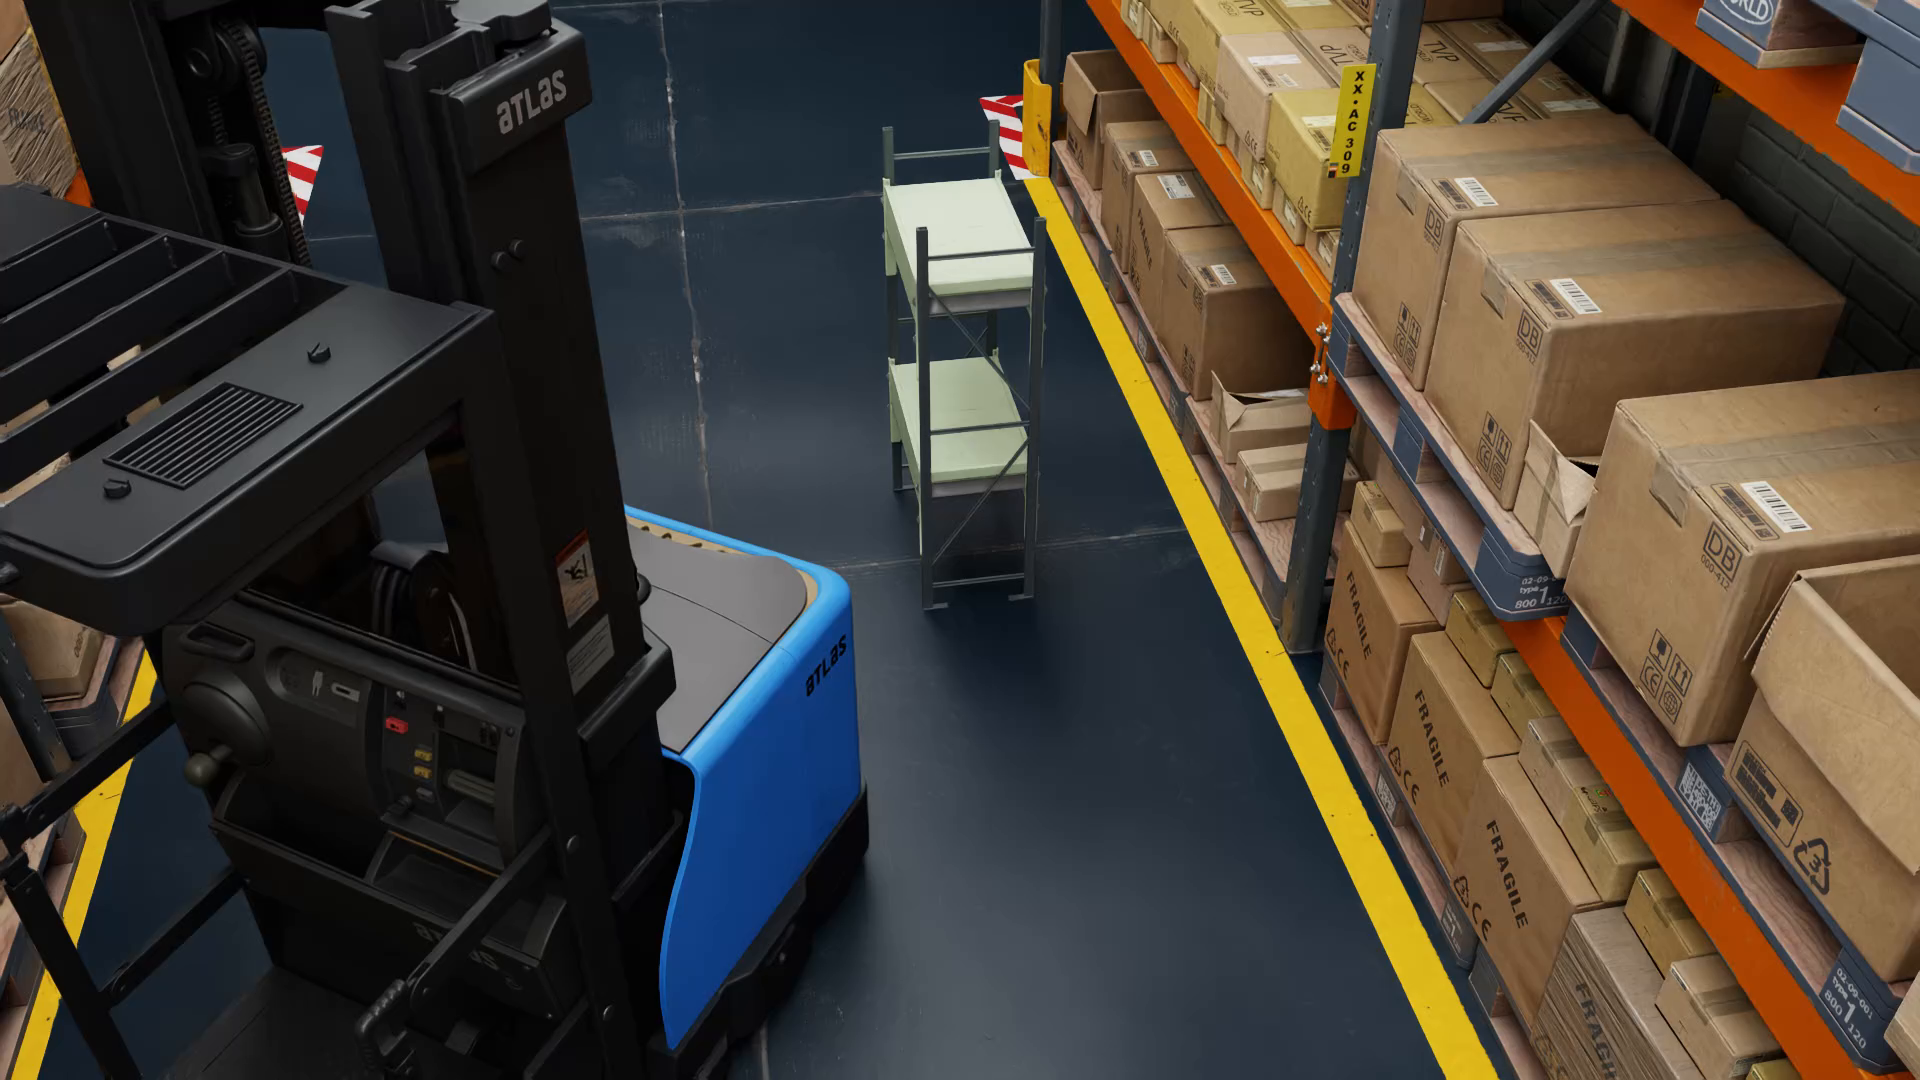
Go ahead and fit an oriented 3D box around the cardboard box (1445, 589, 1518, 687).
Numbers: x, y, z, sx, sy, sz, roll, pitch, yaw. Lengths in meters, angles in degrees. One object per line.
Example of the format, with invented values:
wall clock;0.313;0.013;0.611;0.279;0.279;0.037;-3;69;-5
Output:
cardboard box;1.596;0.250;4.649;0.380;0.149;0.250;-8;39;-10

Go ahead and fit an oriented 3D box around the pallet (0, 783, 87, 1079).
pallet;-3.062;1.222;4.504;1.003;0.211;1.213;-6;38;-8

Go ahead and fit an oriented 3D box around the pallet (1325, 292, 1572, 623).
pallet;1.647;-0.303;4.351;1.003;0.211;1.213;-6;38;-8

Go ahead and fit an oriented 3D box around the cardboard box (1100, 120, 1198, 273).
cardboard box;1.039;-1.567;7.518;0.700;0.500;0.500;-5;38;-6

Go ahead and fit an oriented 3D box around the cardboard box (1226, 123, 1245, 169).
cardboard box;1.154;-1.410;5.824;0.380;0.149;0.250;-5;38;-7

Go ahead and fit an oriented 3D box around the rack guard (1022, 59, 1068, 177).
rack guard;0.927;-2.256;8.746;1.175;0.500;0.348;-6;38;-8

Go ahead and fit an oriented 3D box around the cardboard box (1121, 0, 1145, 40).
cardboard box;0.878;-2.178;6.813;0.380;0.149;0.250;-7;38;-9

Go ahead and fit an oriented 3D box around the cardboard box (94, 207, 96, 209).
cardboard box;-3.590;-0.967;6.796;0.875;0.438;0.875;-5;38;-7

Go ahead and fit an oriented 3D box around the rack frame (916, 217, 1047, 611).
rack frame;0.065;-0.367;5.500;0.400;1.500;0.023;-6;38;-8

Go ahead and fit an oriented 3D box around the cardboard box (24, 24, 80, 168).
cardboard box;-3.351;-1.604;5.789;0.500;0.500;0.500;-5;38;-7

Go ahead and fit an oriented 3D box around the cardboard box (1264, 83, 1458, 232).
cardboard box;1.285;-1.212;5.245;0.500;0.250;0.500;-5;38;-7

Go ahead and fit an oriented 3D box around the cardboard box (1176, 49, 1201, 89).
cardboard box;1.057;-1.873;6.421;0.380;0.149;0.250;-6;38;-8

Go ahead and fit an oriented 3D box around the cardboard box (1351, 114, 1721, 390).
cardboard box;1.479;-0.762;4.362;0.700;0.500;0.500;-5;38;-7

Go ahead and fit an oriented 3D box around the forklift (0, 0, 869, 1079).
forklift;-1.367;0.467;3.260;1.130;2.935;3.031;16;41;20

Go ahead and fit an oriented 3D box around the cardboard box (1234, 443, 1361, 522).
cardboard box;1.228;-0.218;6.067;0.380;0.149;0.250;-7;38;-9

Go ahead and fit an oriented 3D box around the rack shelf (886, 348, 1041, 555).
rack shelf;0.001;-0.331;5.985;0.431;0.370;0.720;-6;38;-8

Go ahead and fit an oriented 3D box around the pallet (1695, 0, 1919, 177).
pallet;1.845;-0.956;2.743;1.213;0.211;1.003;-6;38;-8

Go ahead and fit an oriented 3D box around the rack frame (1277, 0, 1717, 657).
rack frame;1.615;-0.873;4.929;1.000;3.000;0.127;-6;38;-8

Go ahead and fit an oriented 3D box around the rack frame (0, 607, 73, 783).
rack frame;-3.272;-0.337;4.238;1.000;3.000;0.127;-6;38;-8

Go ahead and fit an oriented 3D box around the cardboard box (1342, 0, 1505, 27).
cardboard box;1.615;-2.155;5.848;0.500;0.500;0.500;-7;38;-9

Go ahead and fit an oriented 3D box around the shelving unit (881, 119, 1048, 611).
shelving unit;0.001;-0.588;5.785;0.431;1.500;0.755;-6;38;-8

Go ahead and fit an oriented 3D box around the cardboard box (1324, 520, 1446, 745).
cardboard box;1.478;0.265;5.159;0.500;0.500;0.500;-5;38;-6

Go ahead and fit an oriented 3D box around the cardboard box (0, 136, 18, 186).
cardboard box;-3.180;-0.992;5.001;0.500;0.500;0.500;-6;38;-8

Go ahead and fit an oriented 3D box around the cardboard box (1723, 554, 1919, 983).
cardboard box;1.848;0.371;2.902;0.797;0.503;0.637;-7;38;-9

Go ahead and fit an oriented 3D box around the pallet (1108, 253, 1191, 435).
pallet;1.278;-0.925;7.269;1.003;0.211;1.213;-6;38;-8

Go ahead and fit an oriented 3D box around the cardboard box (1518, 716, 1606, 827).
cardboard box;1.665;0.569;4.239;0.380;0.149;0.250;-6;38;-8

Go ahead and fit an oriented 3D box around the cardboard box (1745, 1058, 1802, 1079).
cardboard box;1.853;1.197;3.431;0.380;0.149;0.250;-7;38;-9

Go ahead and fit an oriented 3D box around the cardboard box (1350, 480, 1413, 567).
cardboard box;1.415;-0.062;5.052;0.380;0.149;0.250;-5;38;-6

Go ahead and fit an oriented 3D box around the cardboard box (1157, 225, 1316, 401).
cardboard box;1.221;-0.940;6.711;0.700;0.500;0.500;-8;38;-10

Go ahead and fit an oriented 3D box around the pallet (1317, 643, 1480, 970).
pallet;1.794;0.716;5.157;1.003;0.211;1.213;-6;38;-8

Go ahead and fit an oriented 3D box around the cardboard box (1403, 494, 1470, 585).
cardboard box;1.508;-0.028;4.765;0.380;0.149;0.250;-8;39;-10

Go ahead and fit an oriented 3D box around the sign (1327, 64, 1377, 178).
sign;1.082;-1.152;4.582;0.100;0.325;0.005;-6;38;-8

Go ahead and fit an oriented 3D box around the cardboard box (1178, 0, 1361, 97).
cardboard box;1.108;-1.816;6.022;0.500;0.250;0.500;-6;38;-8

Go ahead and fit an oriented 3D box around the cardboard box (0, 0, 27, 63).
cardboard box;-3.278;-1.701;5.098;0.500;0.500;0.500;-6;38;-7

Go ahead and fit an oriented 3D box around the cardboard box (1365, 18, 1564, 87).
cardboard box;1.699;-1.561;5.695;0.500;0.250;0.500;-7;38;-8

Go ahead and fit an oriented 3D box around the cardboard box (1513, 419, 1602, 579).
cardboard box;1.480;-0.105;3.708;0.396;0.266;0.258;-4;38;-6

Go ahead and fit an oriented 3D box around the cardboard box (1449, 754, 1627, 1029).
cardboard box;1.664;0.887;4.358;0.500;0.500;0.500;-7;38;-9

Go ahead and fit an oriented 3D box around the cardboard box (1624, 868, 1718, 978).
cardboard box;1.782;0.879;3.839;0.380;0.149;0.250;-6;38;-8

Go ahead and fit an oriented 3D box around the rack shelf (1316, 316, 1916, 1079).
rack shelf;1.965;0.619;3.594;1.077;0.370;4.000;-6;38;-8

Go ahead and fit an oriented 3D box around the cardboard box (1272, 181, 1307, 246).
cardboard box;1.243;-1.094;5.418;0.380;0.149;0.250;-5;38;-7

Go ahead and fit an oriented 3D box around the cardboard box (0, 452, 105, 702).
cardboard box;-3.276;0.119;5.399;0.875;0.438;0.875;-7;38;-9
